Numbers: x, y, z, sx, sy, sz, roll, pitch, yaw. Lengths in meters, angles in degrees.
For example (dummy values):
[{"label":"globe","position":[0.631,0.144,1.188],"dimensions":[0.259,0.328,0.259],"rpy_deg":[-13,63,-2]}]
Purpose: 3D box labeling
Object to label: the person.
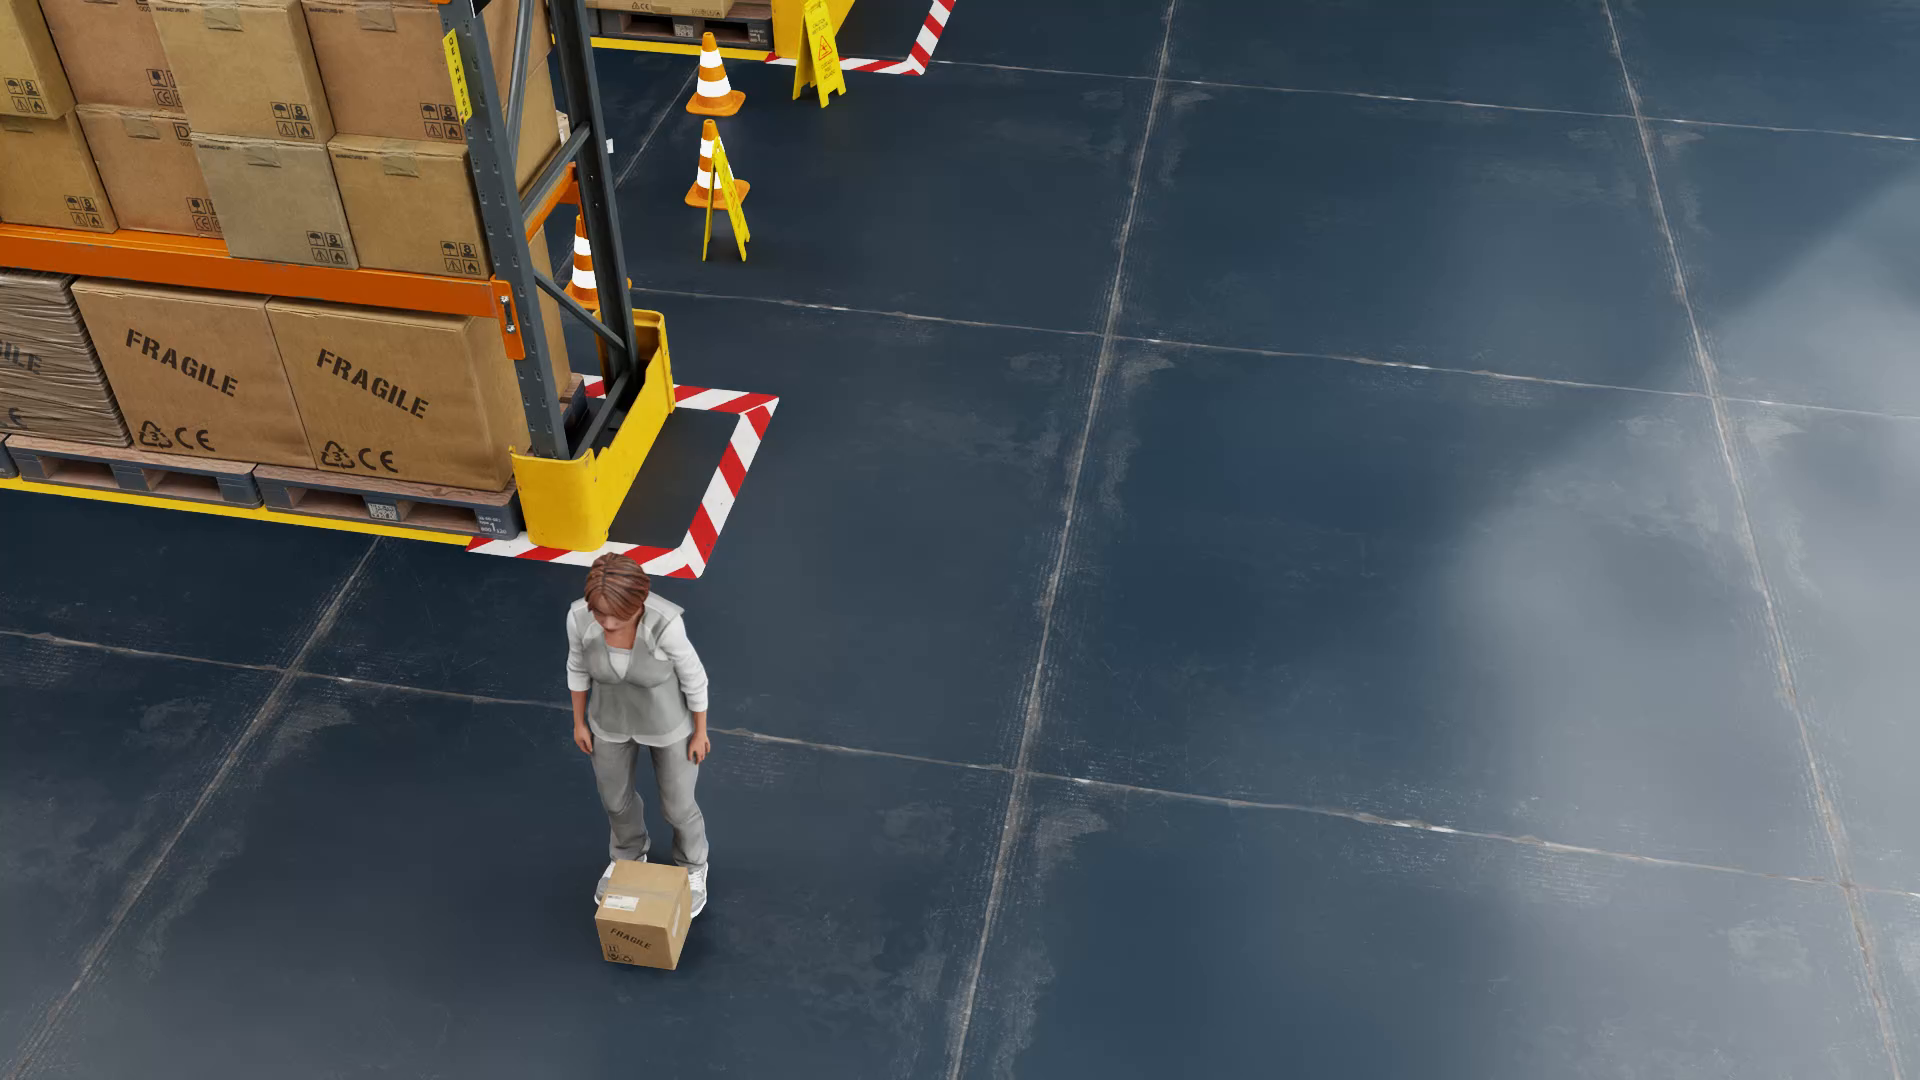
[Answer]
[{"label":"person","position":[-1.046,0.620,5.456],"dimensions":[0.474,1.592,0.347],"rpy_deg":[5,41,5]}]
